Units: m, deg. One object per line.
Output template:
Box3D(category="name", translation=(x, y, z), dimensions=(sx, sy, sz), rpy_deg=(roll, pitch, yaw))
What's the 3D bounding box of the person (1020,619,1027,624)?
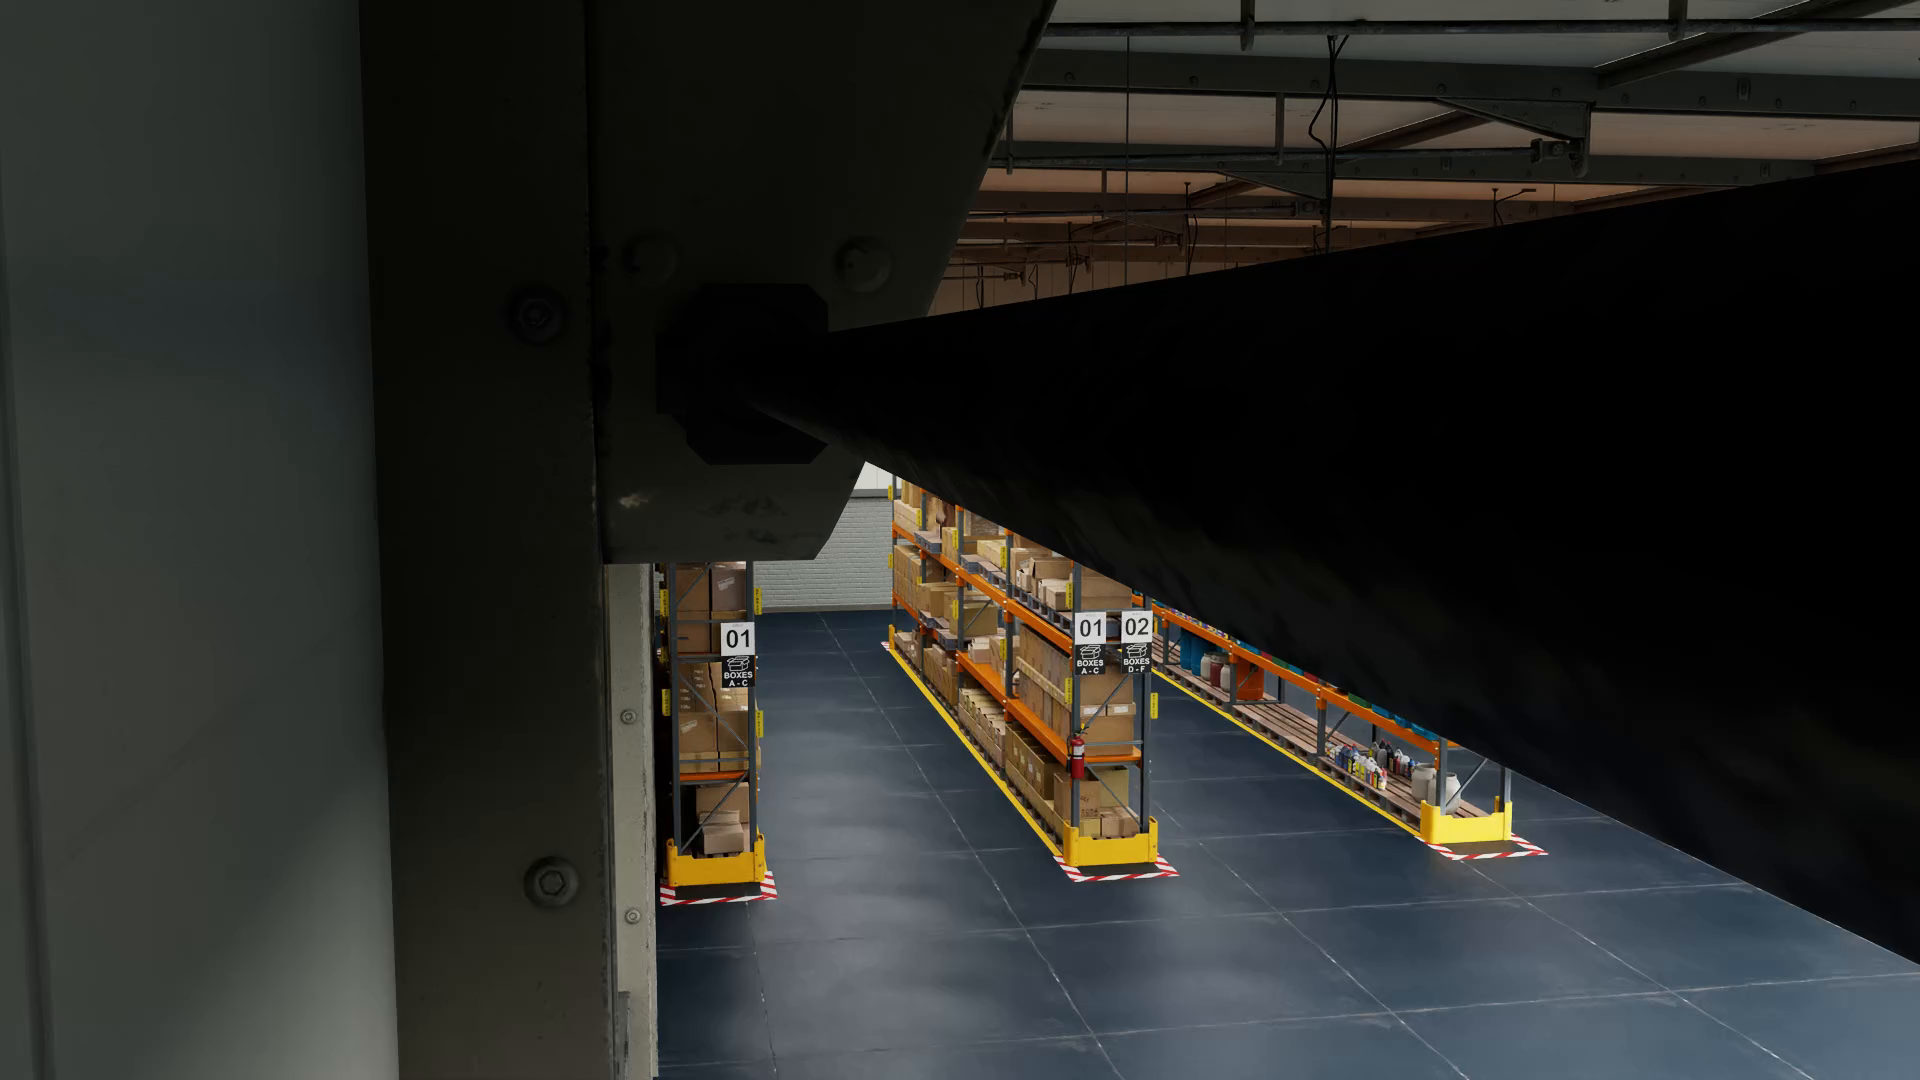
Box3D(category="person", translation=(1.440, 1.780, 34.864), dimensions=(0.509, 1.559, 0.631), rpy_deg=(-2, 6, -18))
